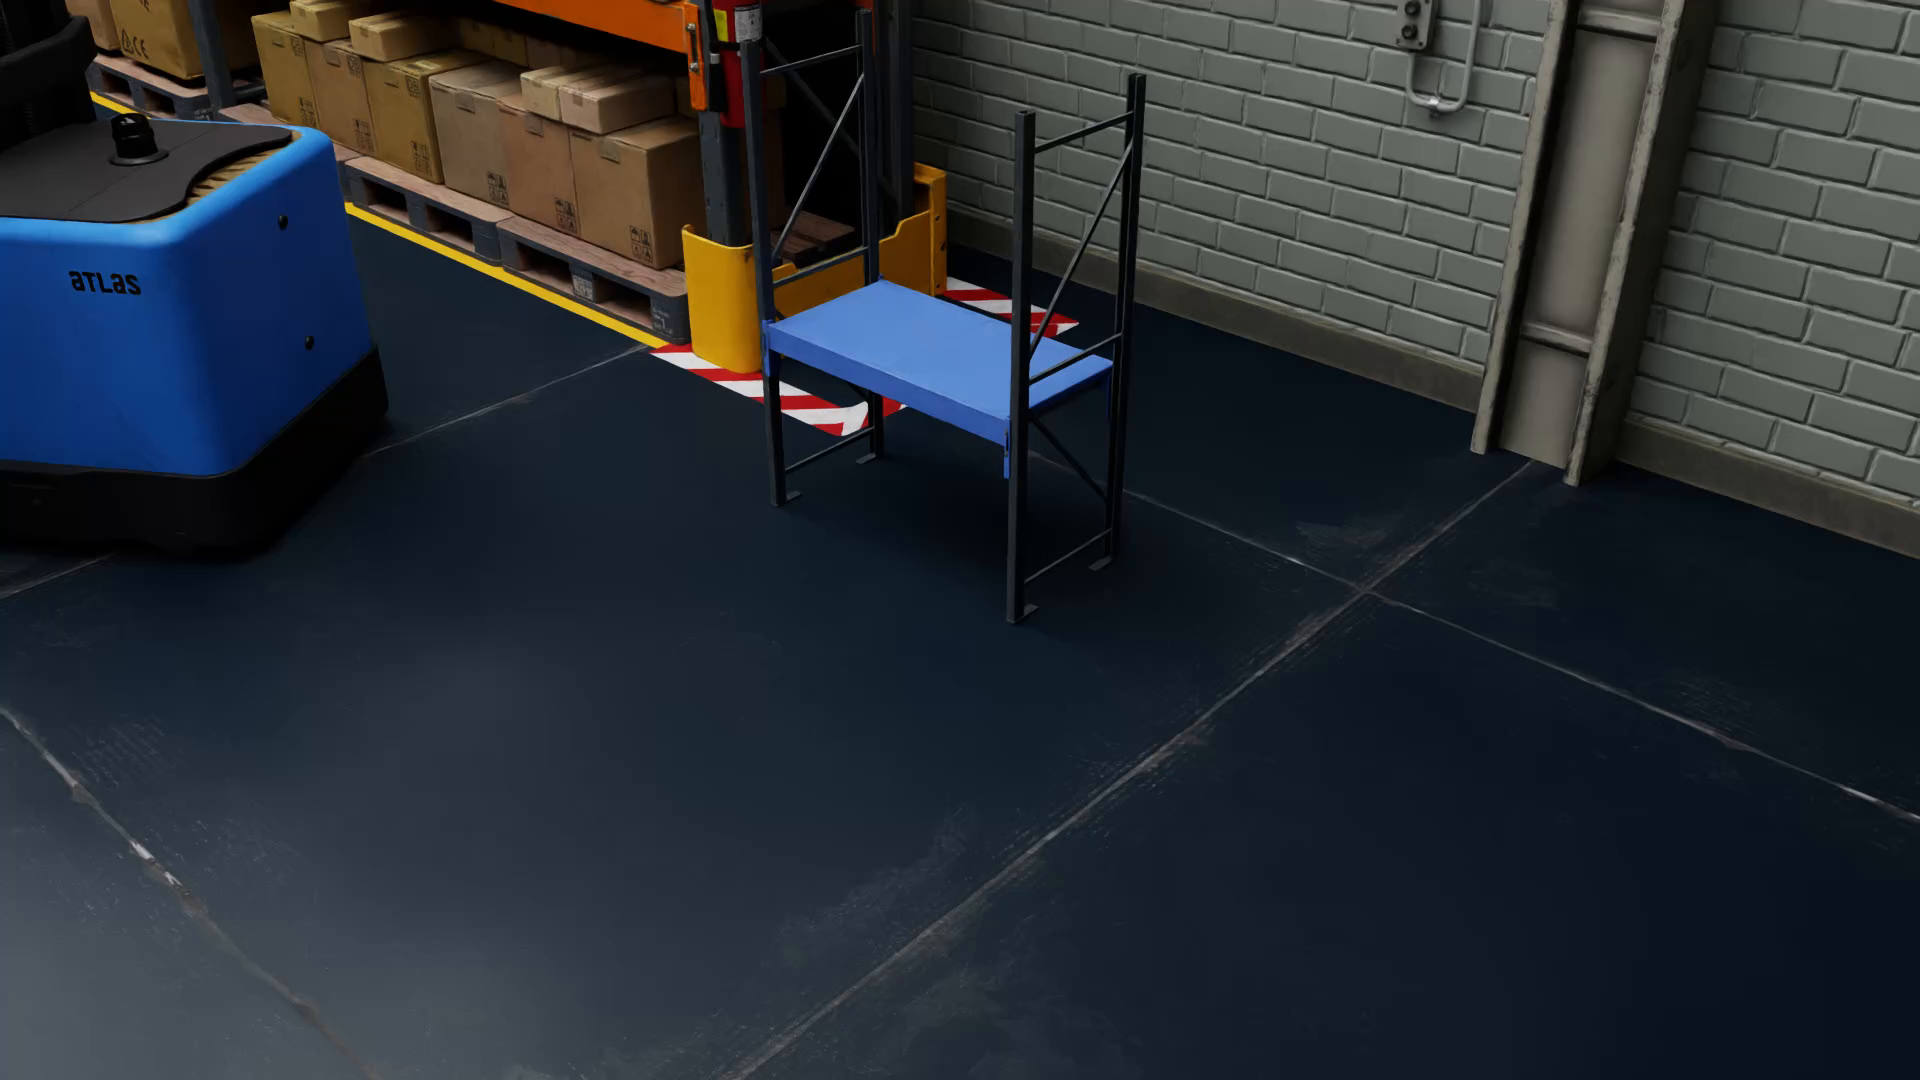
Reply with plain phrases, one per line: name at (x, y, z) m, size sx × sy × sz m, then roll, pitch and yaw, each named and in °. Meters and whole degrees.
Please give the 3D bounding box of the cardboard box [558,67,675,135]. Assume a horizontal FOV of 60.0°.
cardboard box at (-1.369, -1.757, 6.647) m, size 0.250 × 0.149 × 0.380 m, roll 25°, pitch 39°, yaw 35°

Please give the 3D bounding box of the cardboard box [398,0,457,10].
cardboard box at (-2.432, -2.518, 7.911) m, size 0.250 × 0.149 × 0.380 m, roll 24°, pitch 38°, yaw 34°

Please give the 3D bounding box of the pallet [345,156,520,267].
pallet at (-2.111, -1.665, 7.812) m, size 1.213 × 0.211 × 1.003 m, roll 25°, pitch 39°, yaw 35°

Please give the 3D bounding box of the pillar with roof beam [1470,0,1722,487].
pillar with roof beam at (-0.872, -2.511, 0.696) m, size 0.400 × 9.000 × 9.100 m, roll 25°, pitch 39°, yaw 35°

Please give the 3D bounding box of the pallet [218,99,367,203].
pallet at (-3.020, -2.087, 8.513) m, size 1.213 × 0.211 × 1.003 m, roll 25°, pitch 39°, yaw 35°

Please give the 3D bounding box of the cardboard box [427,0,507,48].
cardboard box at (-2.245, -2.430, 7.766) m, size 0.250 × 0.149 × 0.380 m, roll 25°, pitch 39°, yaw 36°

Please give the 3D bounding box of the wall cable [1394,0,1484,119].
wall cable at (1.019, -2.545, 5.584) m, size 1.851 × 1.984 × 0.084 m, roll 25°, pitch 39°, yaw 35°

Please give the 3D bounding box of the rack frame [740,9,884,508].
rack frame at (-0.440, -0.848, 5.204) m, size 0.032 × 1.500 × 0.500 m, roll 25°, pitch 39°, yaw 35°

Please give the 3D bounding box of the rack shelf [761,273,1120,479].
rack shelf at (-0.063, -0.518, 5.005) m, size 1.000 × 0.185 × 0.538 m, roll 25°, pitch 39°, yaw 35°

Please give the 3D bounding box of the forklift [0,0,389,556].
forklift at (-3.583, -1.557, 4.994) m, size 3.031 × 2.935 × 1.130 m, roll 5°, pitch 31°, yaw 8°

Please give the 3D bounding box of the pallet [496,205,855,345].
pallet at (-1.211, -1.243, 7.110) m, size 1.213 × 0.211 × 1.003 m, roll 25°, pitch 39°, yaw 35°

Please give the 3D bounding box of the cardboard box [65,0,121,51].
cardboard box at (-4.762, -3.316, 9.527) m, size 0.750 × 0.750 × 0.750 m, roll 26°, pitch 40°, yaw 36°

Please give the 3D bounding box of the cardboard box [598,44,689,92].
cardboard box at (-1.301, -1.990, 7.035) m, size 0.250 × 0.149 × 0.380 m, roll 25°, pitch 39°, yaw 35°

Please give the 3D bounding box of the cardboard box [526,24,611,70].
cardboard box at (-1.675, -2.165, 7.325) m, size 0.250 × 0.149 × 0.380 m, roll 26°, pitch 39°, yaw 36°

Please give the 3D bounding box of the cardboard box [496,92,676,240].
cardboard box at (-1.523, -1.677, 7.144) m, size 0.500 × 0.500 × 0.700 m, roll 25°, pitch 39°, yaw 35°

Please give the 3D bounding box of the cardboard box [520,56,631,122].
cardboard box at (-1.559, -1.845, 6.793) m, size 0.250 × 0.149 × 0.380 m, roll 26°, pitch 40°, yaw 36°

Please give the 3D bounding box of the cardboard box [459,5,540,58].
cardboard box at (-2.053, -2.341, 7.618) m, size 0.250 × 0.149 × 0.380 m, roll 24°, pitch 39°, yaw 34°

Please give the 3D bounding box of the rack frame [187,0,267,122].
rack frame at (-3.531, -3.575, 8.281) m, size 0.127 × 3.000 × 1.000 m, roll 25°, pitch 39°, yaw 35°

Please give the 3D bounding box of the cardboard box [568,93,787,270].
cardboard box at (-1.152, -1.504, 6.856) m, size 0.500 × 0.500 × 0.700 m, roll 25°, pitch 39°, yaw 35°

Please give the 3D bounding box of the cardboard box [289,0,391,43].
cardboard box at (-2.914, -2.476, 7.842) m, size 0.250 × 0.149 × 0.380 m, roll 27°, pitch 40°, yaw 37°

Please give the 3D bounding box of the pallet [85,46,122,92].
pallet at (-5.063, -3.041, 10.097) m, size 1.213 × 0.211 × 1.003 m, roll 25°, pitch 39°, yaw 35°

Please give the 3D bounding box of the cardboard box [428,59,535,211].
cardboard box at (-1.896, -1.851, 7.433) m, size 0.500 × 0.500 × 0.700 m, roll 24°, pitch 38°, yaw 34°

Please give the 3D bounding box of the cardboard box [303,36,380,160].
cardboard box at (-2.675, -2.211, 8.031) m, size 0.500 × 0.500 × 0.700 m, roll 25°, pitch 39°, yaw 35°

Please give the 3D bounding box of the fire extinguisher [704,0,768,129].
fire extinguisher at (-0.763, -1.769, 5.717) m, size 0.183 × 0.674 × 0.296 m, roll 25°, pitch 39°, yaw 35°

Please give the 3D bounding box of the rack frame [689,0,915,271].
rack frame at (-0.566, -2.191, 5.981) m, size 0.127 × 3.000 × 1.000 m, roll 25°, pitch 39°, yaw 35°

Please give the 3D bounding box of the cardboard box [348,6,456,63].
cardboard box at (-2.527, -2.295, 7.542) m, size 0.250 × 0.149 × 0.380 m, roll 24°, pitch 38°, yaw 34°

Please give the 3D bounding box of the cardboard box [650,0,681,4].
cardboard box at (-0.950, -2.492, 6.190) m, size 0.700 × 0.700 × 0.980 m, roll 27°, pitch 40°, yaw 37°

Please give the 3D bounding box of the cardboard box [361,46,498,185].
cardboard box at (-2.296, -2.033, 7.734) m, size 0.500 × 0.500 × 0.700 m, roll 26°, pitch 40°, yaw 36°

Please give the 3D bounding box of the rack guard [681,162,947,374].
rack guard at (-0.548, -1.112, 6.612) m, size 0.348 × 0.500 × 1.175 m, roll 25°, pitch 39°, yaw 35°

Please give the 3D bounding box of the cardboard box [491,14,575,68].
cardboard box at (-1.866, -2.253, 7.472) m, size 0.250 × 0.149 × 0.380 m, roll 25°, pitch 39°, yaw 36°

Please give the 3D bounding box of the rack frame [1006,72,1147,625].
rack frame at (0.314, -0.496, 4.620) m, size 0.032 × 1.500 × 0.500 m, roll 25°, pitch 39°, yaw 35°

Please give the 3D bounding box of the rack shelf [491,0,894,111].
rack shelf at (-2.048, -2.575, 7.316) m, size 4.000 × 0.370 × 1.077 m, roll 25°, pitch 39°, yaw 35°

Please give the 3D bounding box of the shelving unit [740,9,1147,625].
shelving unit at (-0.063, -0.672, 4.912) m, size 1.048 × 1.500 × 0.538 m, roll 25°, pitch 39°, yaw 35°

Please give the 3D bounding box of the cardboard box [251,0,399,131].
cardboard box at (-3.046, -2.386, 8.322) m, size 0.500 × 0.500 × 0.700 m, roll 26°, pitch 39°, yaw 36°

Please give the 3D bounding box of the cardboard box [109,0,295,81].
cardboard box at (-4.100, -3.009, 9.018) m, size 0.750 × 0.750 × 0.750 m, roll 26°, pitch 39°, yaw 36°

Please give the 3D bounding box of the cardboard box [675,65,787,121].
cardboard box at (-0.925, -1.815, 6.744) m, size 0.250 × 0.149 × 0.380 m, roll 25°, pitch 39°, yaw 35°

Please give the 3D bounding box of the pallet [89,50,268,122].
pallet at (-4.154, -2.619, 9.395) m, size 1.213 × 0.211 × 1.003 m, roll 25°, pitch 39°, yaw 35°

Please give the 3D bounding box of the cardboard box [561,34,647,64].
cardboard box at (-1.486, -2.077, 7.179) m, size 0.250 × 0.149 × 0.380 m, roll 25°, pitch 39°, yaw 35°
